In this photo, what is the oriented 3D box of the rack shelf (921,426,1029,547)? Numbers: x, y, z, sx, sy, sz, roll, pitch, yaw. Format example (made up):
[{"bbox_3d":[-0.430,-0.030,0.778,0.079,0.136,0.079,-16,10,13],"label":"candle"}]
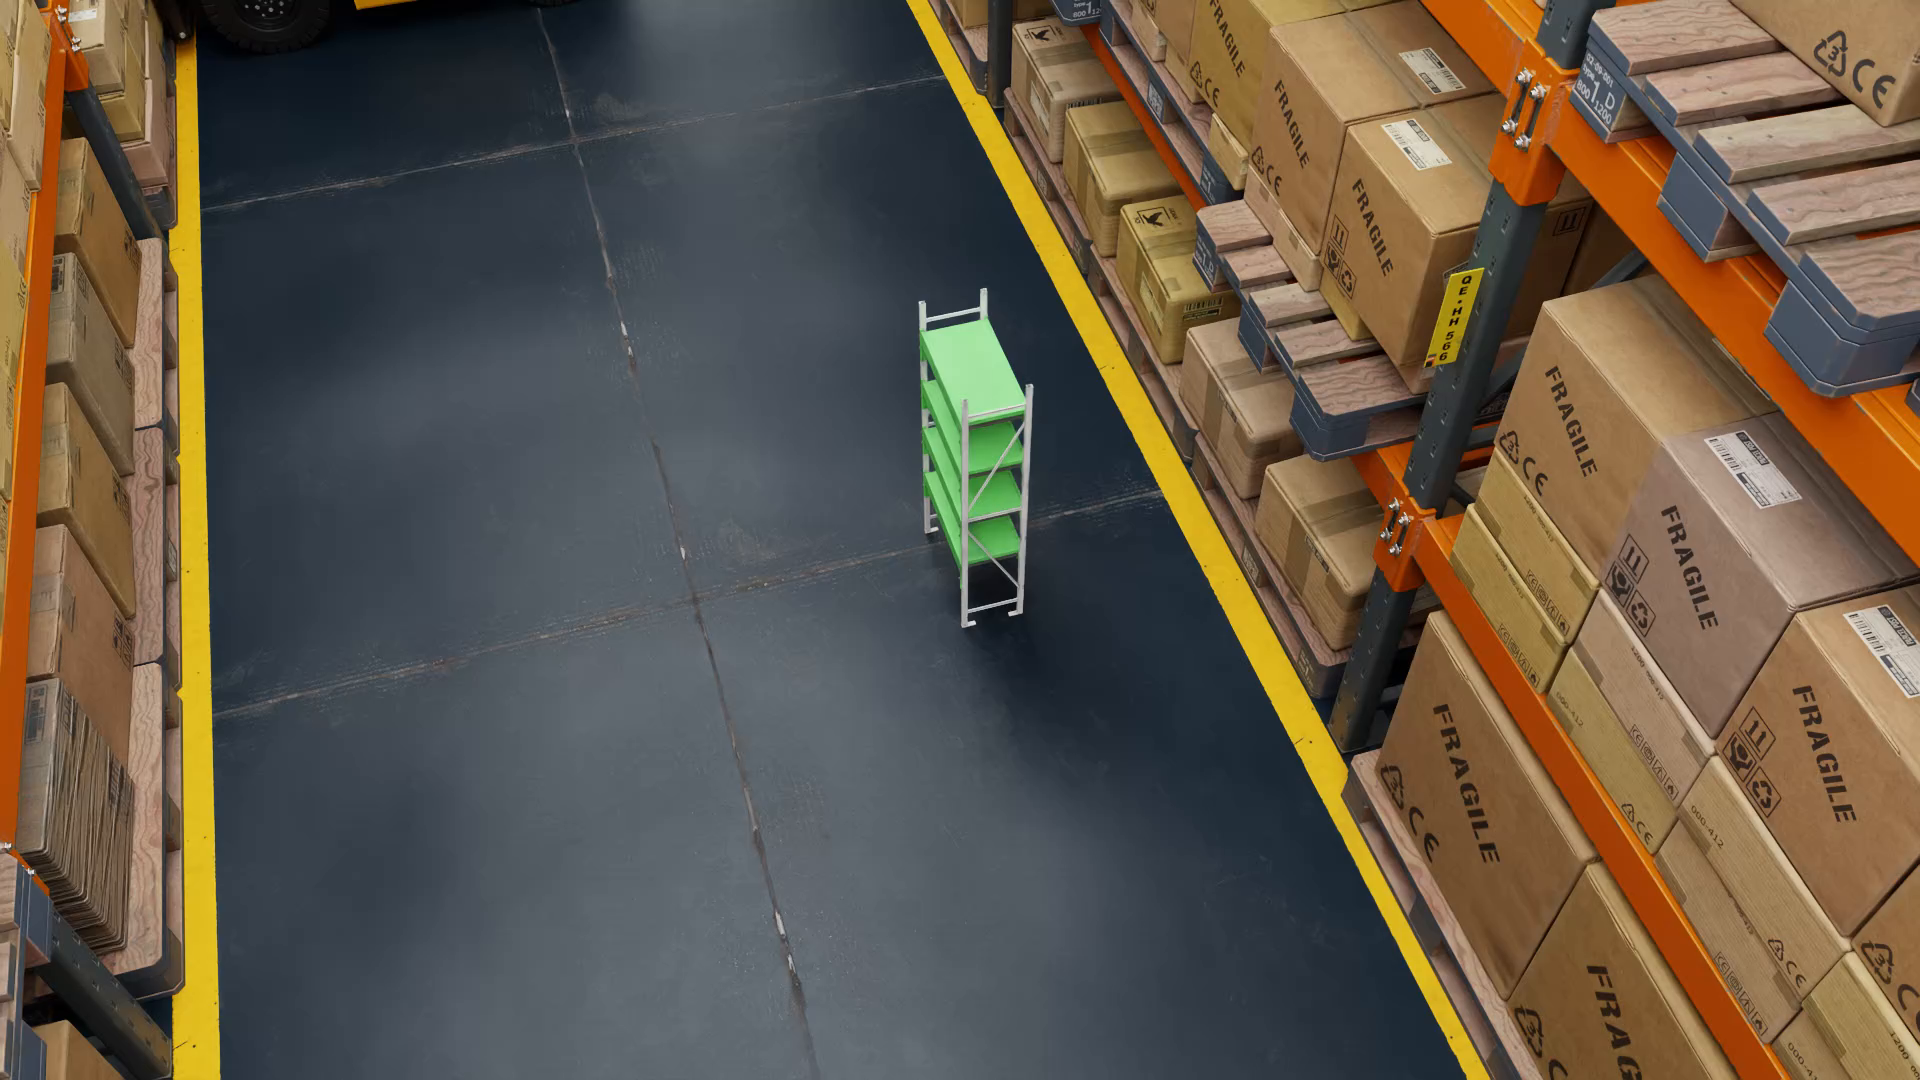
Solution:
[{"bbox_3d":[0.049,-0.225,6.028,0.258,0.148,0.480,-13,51,-11],"label":"rack shelf"}]

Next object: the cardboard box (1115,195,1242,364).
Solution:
[{"bbox_3d":[1.210,-1.157,6.997,0.950,0.372,0.625,-12,51,-10],"label":"cardboard box"}]

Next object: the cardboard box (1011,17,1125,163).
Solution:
[{"bbox_3d":[0.787,-2.189,7.867,0.950,0.372,0.625,-13,51,-11],"label":"cardboard box"}]

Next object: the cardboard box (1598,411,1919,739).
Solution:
[{"bbox_3d":[1.880,0.060,3.808,0.500,0.500,0.500,-13,51,-11],"label":"cardboard box"}]

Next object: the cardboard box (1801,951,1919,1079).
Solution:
[{"bbox_3d":[2.151,1.070,3.447,0.500,0.250,0.500,-13,51,-10],"label":"cardboard box"}]

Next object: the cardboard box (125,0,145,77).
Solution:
[{"bbox_3d":[-4.110,-2.359,7.763,0.500,0.250,0.500,-14,51,-11],"label":"cardboard box"}]

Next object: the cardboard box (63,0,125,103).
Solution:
[{"bbox_3d":[-3.954,-2.154,7.263,0.500,0.250,0.500,-14,51,-12],"label":"cardboard box"}]

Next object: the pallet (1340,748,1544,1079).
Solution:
[{"bbox_3d":[1.973,1.130,5.449,1.003,0.211,1.213,-13,51,-11],"label":"pallet"}]

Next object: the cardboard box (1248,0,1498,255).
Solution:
[{"bbox_3d":[1.249,-1.269,5.113,0.500,0.500,0.500,-14,51,-12],"label":"cardboard box"}]

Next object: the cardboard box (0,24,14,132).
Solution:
[{"bbox_3d":[-3.563,-1.596,5.694,0.500,0.250,0.500,-15,51,-12],"label":"cardboard box"}]

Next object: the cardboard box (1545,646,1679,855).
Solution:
[{"bbox_3d":[1.885,0.472,4.278,0.500,0.250,0.500,-15,51,-12],"label":"cardboard box"}]

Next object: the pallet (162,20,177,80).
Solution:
[{"bbox_3d":[-4.671,-2.742,8.713,1.003,0.211,1.213,-13,51,-11],"label":"pallet"}]

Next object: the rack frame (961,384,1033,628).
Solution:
[{"bbox_3d":[0.121,-0.088,5.829,0.240,1.200,0.015,-13,51,-11],"label":"rack frame"}]

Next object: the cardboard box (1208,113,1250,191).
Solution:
[{"bbox_3d":[1.063,-1.339,5.596,0.380,0.149,0.250,-13,51,-10],"label":"cardboard box"}]

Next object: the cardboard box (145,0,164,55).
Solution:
[{"bbox_3d":[-4.270,-2.574,8.272,0.500,0.250,0.500,-13,51,-10],"label":"cardboard box"}]

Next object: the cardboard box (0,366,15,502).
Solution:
[{"bbox_3d":[-3.129,-0.311,4.938,0.500,0.250,0.500,-15,51,-12],"label":"cardboard box"}]

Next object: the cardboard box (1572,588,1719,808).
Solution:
[{"bbox_3d":[1.878,0.329,4.071,0.500,0.250,0.500,-12,51,-10],"label":"cardboard box"}]

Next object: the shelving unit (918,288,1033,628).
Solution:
[{"bbox_3d":[0.049,-0.266,5.979,0.258,1.200,0.503,-13,51,-11],"label":"shelving unit"}]

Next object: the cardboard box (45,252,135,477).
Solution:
[{"bbox_3d":[-3.724,-0.581,6.346,0.875,0.625,0.625,-14,51,-11],"label":"cardboard box"}]

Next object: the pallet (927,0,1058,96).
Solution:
[{"bbox_3d":[0.397,-2.867,8.818,1.003,0.211,1.213,-13,51,-11],"label":"pallet"}]

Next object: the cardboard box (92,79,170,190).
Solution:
[{"bbox_3d":[-3.938,-1.835,7.649,0.500,0.250,0.500,-13,51,-11],"label":"cardboard box"}]

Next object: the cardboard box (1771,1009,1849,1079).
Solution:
[{"bbox_3d":[2.184,1.216,3.650,0.500,0.250,0.500,-13,51,-11],"label":"cardboard box"}]

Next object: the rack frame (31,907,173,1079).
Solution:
[{"bbox_3d":[-2.928,0.764,3.934,1.000,3.000,0.127,-13,51,-11],"label":"rack frame"}]

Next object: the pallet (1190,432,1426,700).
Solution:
[{"bbox_3d":[1.583,-0.034,6.430,1.003,0.211,1.213,-13,51,-11],"label":"pallet"}]

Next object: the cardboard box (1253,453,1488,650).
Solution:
[{"bbox_3d":[1.655,-0.065,6.076,0.950,0.372,0.625,-16,52,-13],"label":"cardboard box"}]

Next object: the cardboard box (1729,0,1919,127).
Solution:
[{"bbox_3d":[2.068,-1.256,3.332,0.797,0.503,0.637,-16,52,-13],"label":"cardboard box"}]

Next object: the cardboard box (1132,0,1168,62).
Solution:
[{"bbox_3d":[0.850,-1.904,6.073,0.380,0.149,0.250,-12,51,-10],"label":"cardboard box"}]

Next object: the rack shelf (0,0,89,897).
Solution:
[{"bbox_3d":[-3.520,-0.465,5.441,1.077,0.370,4.000,-13,51,-11],"label":"rack shelf"}]

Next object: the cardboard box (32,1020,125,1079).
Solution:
[{"bbox_3d":[-2.598,1.694,4.510,0.500,0.500,0.500,-12,51,-10],"label":"cardboard box"}]

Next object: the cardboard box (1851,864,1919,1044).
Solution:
[{"bbox_3d":[2.165,0.810,3.175,0.500,0.500,0.500,-13,51,-10],"label":"cardboard box"}]

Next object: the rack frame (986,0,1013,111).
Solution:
[{"bbox_3d":[0.629,-3.283,7.345,1.000,3.000,0.127,-13,51,-11],"label":"rack frame"}]

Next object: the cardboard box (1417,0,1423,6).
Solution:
[{"bbox_3d":[1.576,-1.771,5.536,0.500,0.500,0.500,-13,51,-10],"label":"cardboard box"}]

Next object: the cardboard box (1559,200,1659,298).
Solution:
[{"bbox_3d":[1.900,-1.006,4.891,0.500,0.500,0.500,-15,51,-12],"label":"cardboard box"}]

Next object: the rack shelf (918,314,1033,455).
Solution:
[{"bbox_3d":[0.049,-0.534,5.661,0.258,0.148,0.480,-13,51,-11],"label":"rack shelf"}]

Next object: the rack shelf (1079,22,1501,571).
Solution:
[{"bbox_3d":[1.221,-1.590,6.389,1.077,0.370,4.000,-13,51,-11],"label":"rack shelf"}]

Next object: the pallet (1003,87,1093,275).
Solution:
[{"bbox_3d":[0.861,-1.816,7.932,1.003,0.211,1.213,-13,51,-11],"label":"pallet"}]

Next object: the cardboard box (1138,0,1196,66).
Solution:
[{"bbox_3d":[0.938,-2.036,5.760,0.500,0.500,0.500,-15,52,-12],"label":"cardboard box"}]

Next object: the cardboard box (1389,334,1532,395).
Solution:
[{"bbox_3d":[1.491,-0.602,4.975,0.380,0.149,0.250,-12,51,-10],"label":"cardboard box"}]

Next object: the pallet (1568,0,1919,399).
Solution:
[{"bbox_3d":[2.053,-0.809,3.422,1.213,0.211,1.003,-11,51,-9],"label":"pallet"}]

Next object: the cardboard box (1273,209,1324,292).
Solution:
[{"bbox_3d":[1.225,-0.955,5.273,0.380,0.149,0.250,-14,51,-11],"label":"cardboard box"}]

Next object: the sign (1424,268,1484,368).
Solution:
[{"bbox_3d":[1.297,-0.580,4.361,0.100,0.325,0.005,-13,51,-11],"label":"sign"}]

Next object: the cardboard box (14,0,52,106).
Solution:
[{"bbox_3d":[-3.712,-1.801,6.194,0.500,0.250,0.500,-12,51,-10],"label":"cardboard box"}]

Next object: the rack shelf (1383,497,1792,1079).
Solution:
[{"bbox_3d":[2.404,1.331,3.926,1.077,0.370,4.000,-13,51,-11],"label":"rack shelf"}]

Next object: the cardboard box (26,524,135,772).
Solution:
[{"bbox_3d":[-3.300,0.459,5.469,0.875,0.625,0.625,-12,51,-10],"label":"cardboard box"}]

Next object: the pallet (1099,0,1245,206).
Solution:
[{"bbox_3d":[1.188,-1.736,6.167,1.003,0.211,1.213,-13,51,-11],"label":"pallet"}]

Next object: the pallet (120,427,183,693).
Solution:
[{"bbox_3d":[-3.492,0.163,6.264,1.003,0.211,1.213,-13,51,-11],"label":"pallet"}]

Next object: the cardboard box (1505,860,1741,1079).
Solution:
[{"bbox_3d":[2.197,1.364,4.543,0.875,0.875,0.875,-13,51,-11],"label":"cardboard box"}]

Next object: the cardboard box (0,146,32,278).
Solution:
[{"bbox_3d":[-3.441,-1.065,5.574,0.500,0.250,0.500,-13,51,-11],"label":"cardboard box"}]
